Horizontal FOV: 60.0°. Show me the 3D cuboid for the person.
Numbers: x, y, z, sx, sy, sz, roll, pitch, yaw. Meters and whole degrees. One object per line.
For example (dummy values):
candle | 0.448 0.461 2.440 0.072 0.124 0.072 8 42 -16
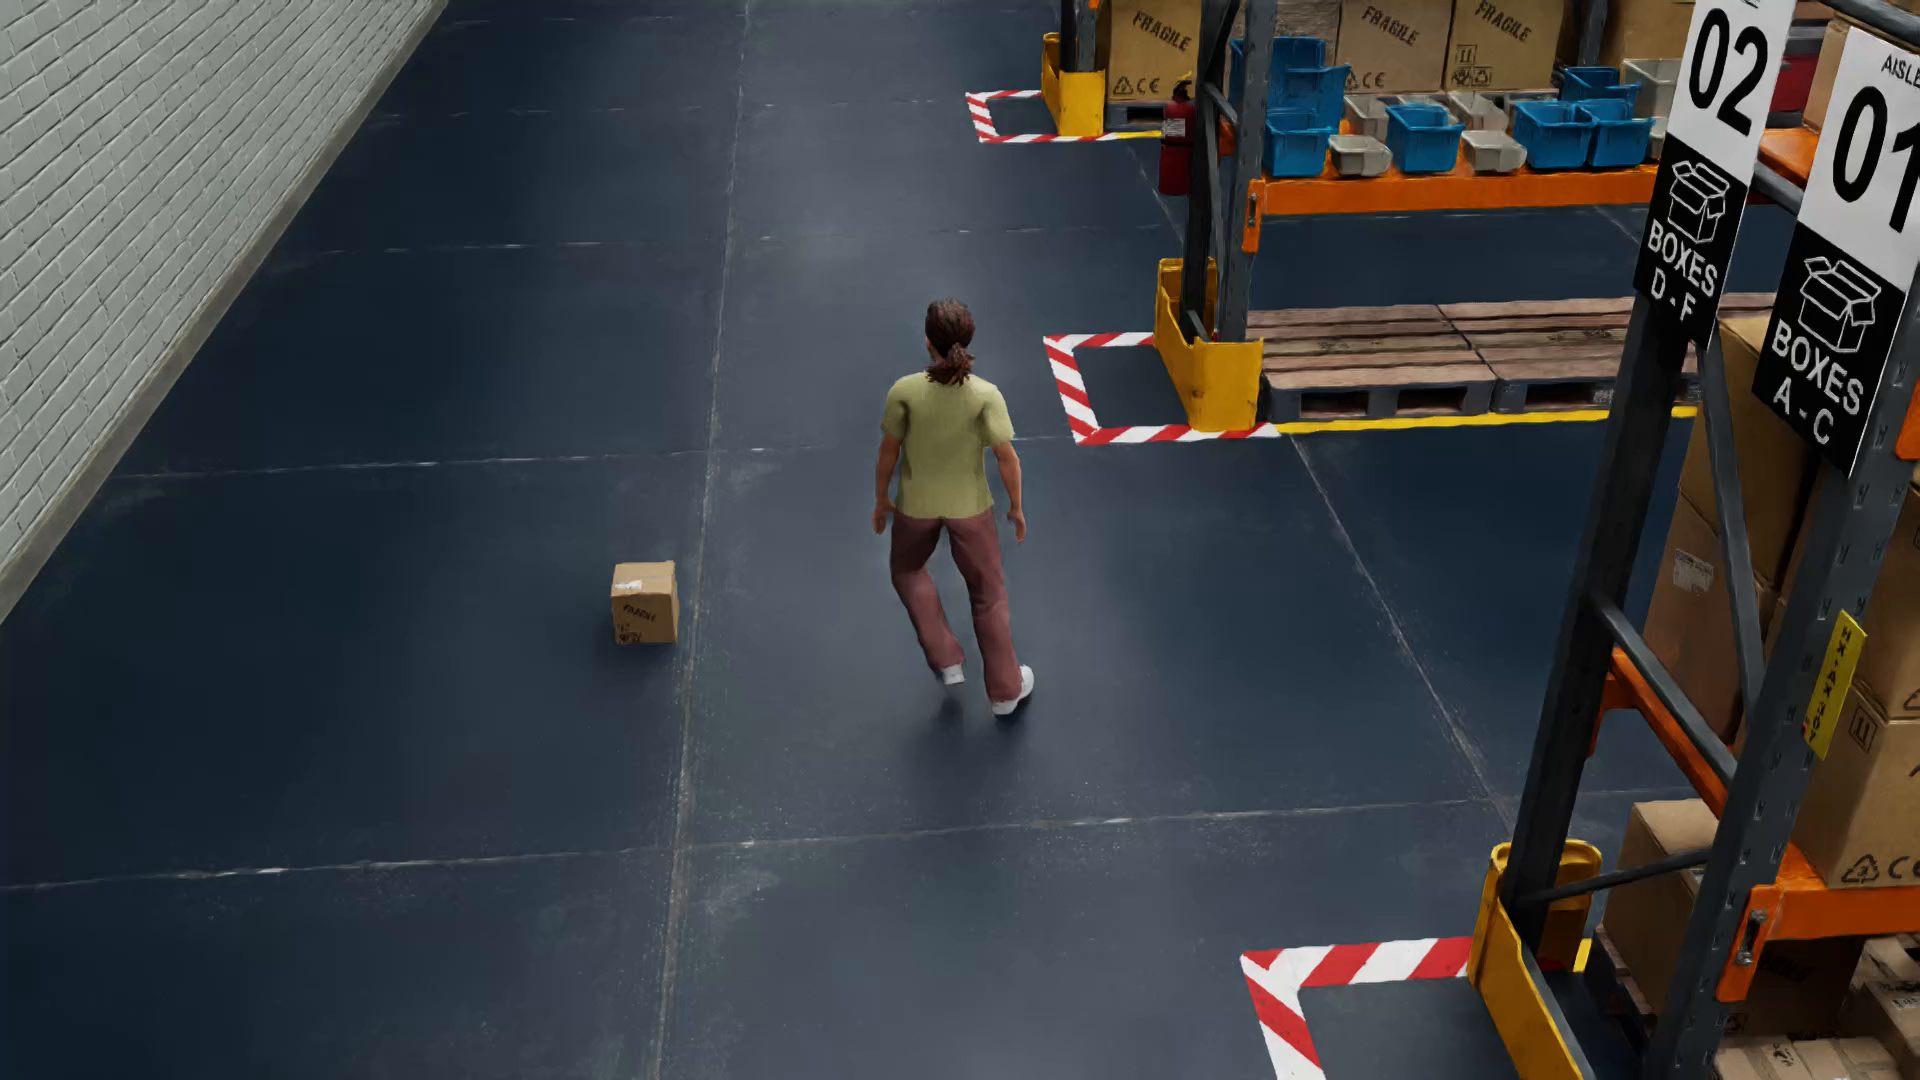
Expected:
person | -0.019 -0.109 6.276 0.636 1.661 0.402 0 31 1
